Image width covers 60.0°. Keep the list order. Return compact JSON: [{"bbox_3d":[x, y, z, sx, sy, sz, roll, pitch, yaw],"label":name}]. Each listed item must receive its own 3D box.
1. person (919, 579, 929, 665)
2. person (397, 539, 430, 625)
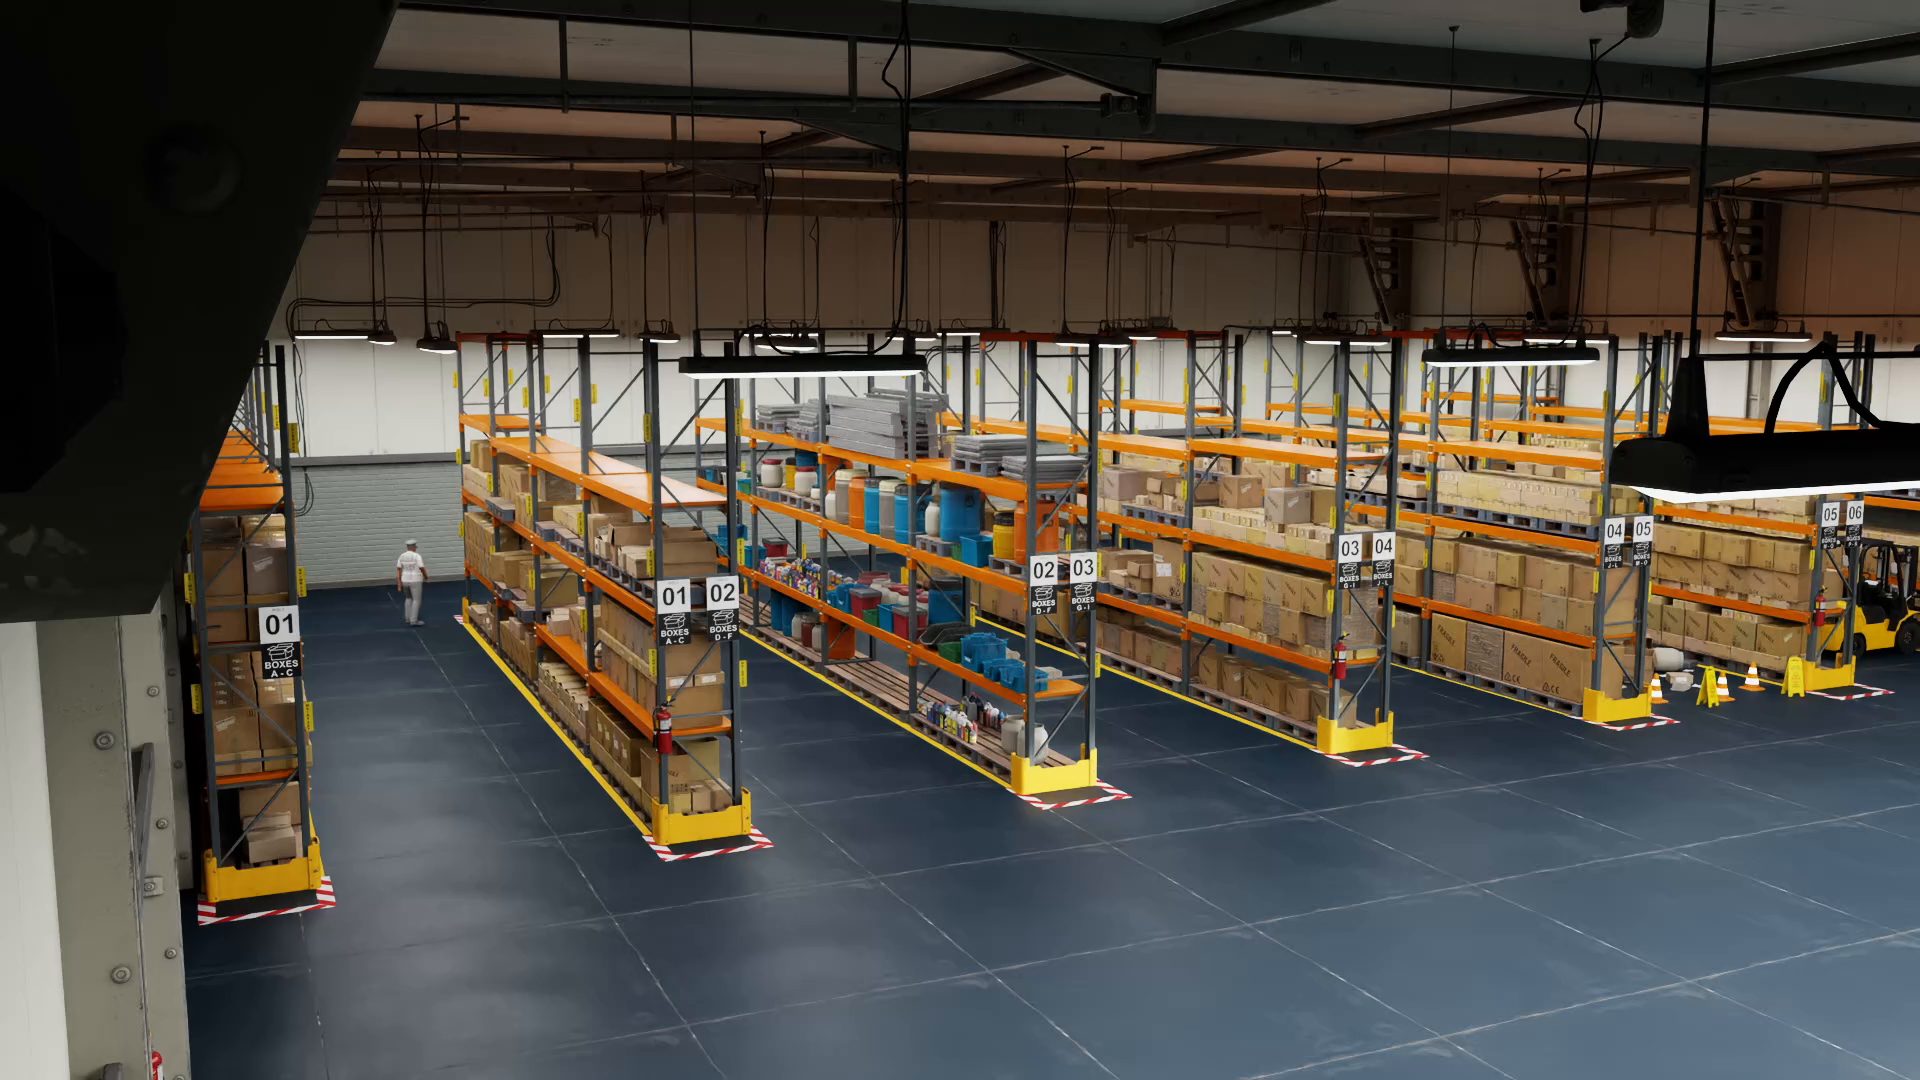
[{"bbox_3d":[-0.561,1.489,30.028,0.506,1.599,0.378,3,8,20],"label":"person"},{"bbox_3d":[-11.254,0.867,34.145,0.579,1.741,0.617,2,8,14],"label":"person"}]
